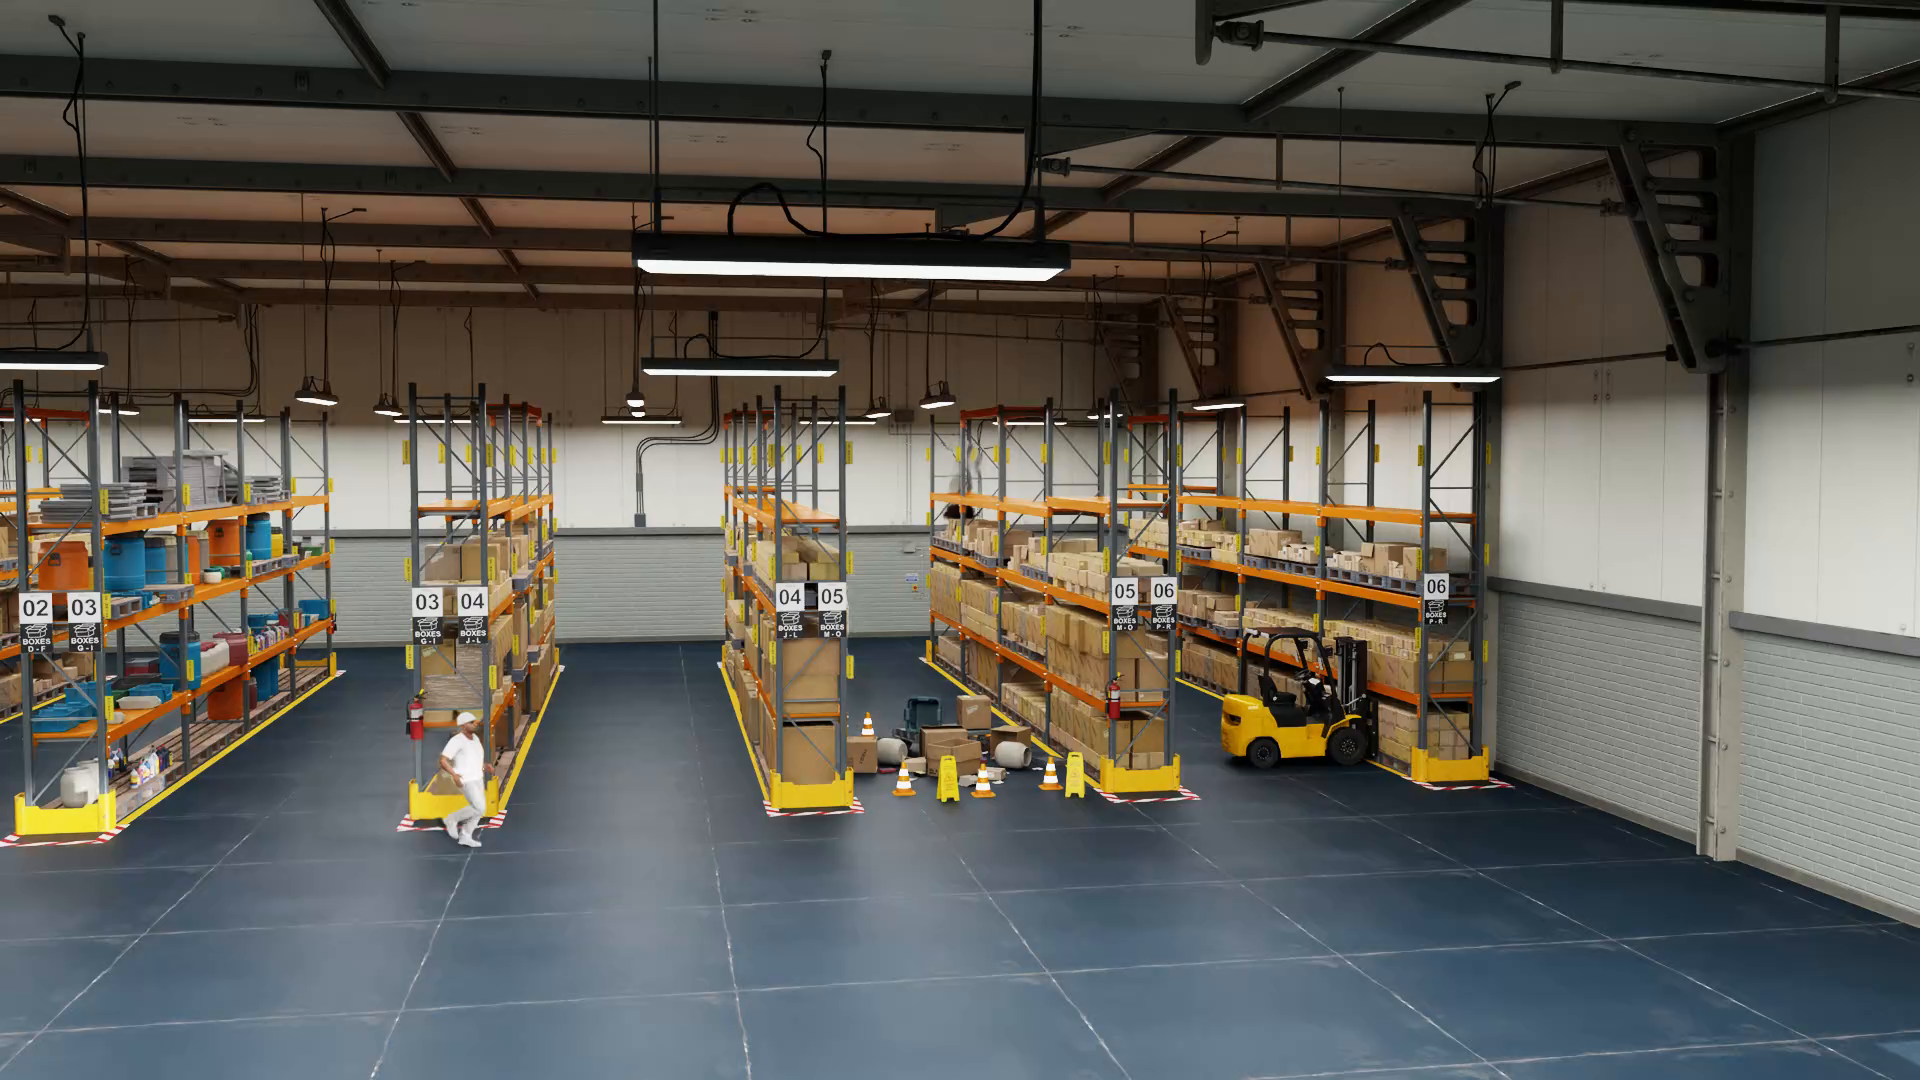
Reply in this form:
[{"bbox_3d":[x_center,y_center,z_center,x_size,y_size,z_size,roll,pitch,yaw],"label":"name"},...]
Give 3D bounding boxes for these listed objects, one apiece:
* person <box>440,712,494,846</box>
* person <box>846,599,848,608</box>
[{"bbox_3d":[-6.294,3.066,21.309,0.580,1.727,0.706,1,3,14],"label":"person"},{"bbox_3d":[-2.934,2.021,38.260,0.665,1.709,0.812,-1,3,-12],"label":"person"}]
